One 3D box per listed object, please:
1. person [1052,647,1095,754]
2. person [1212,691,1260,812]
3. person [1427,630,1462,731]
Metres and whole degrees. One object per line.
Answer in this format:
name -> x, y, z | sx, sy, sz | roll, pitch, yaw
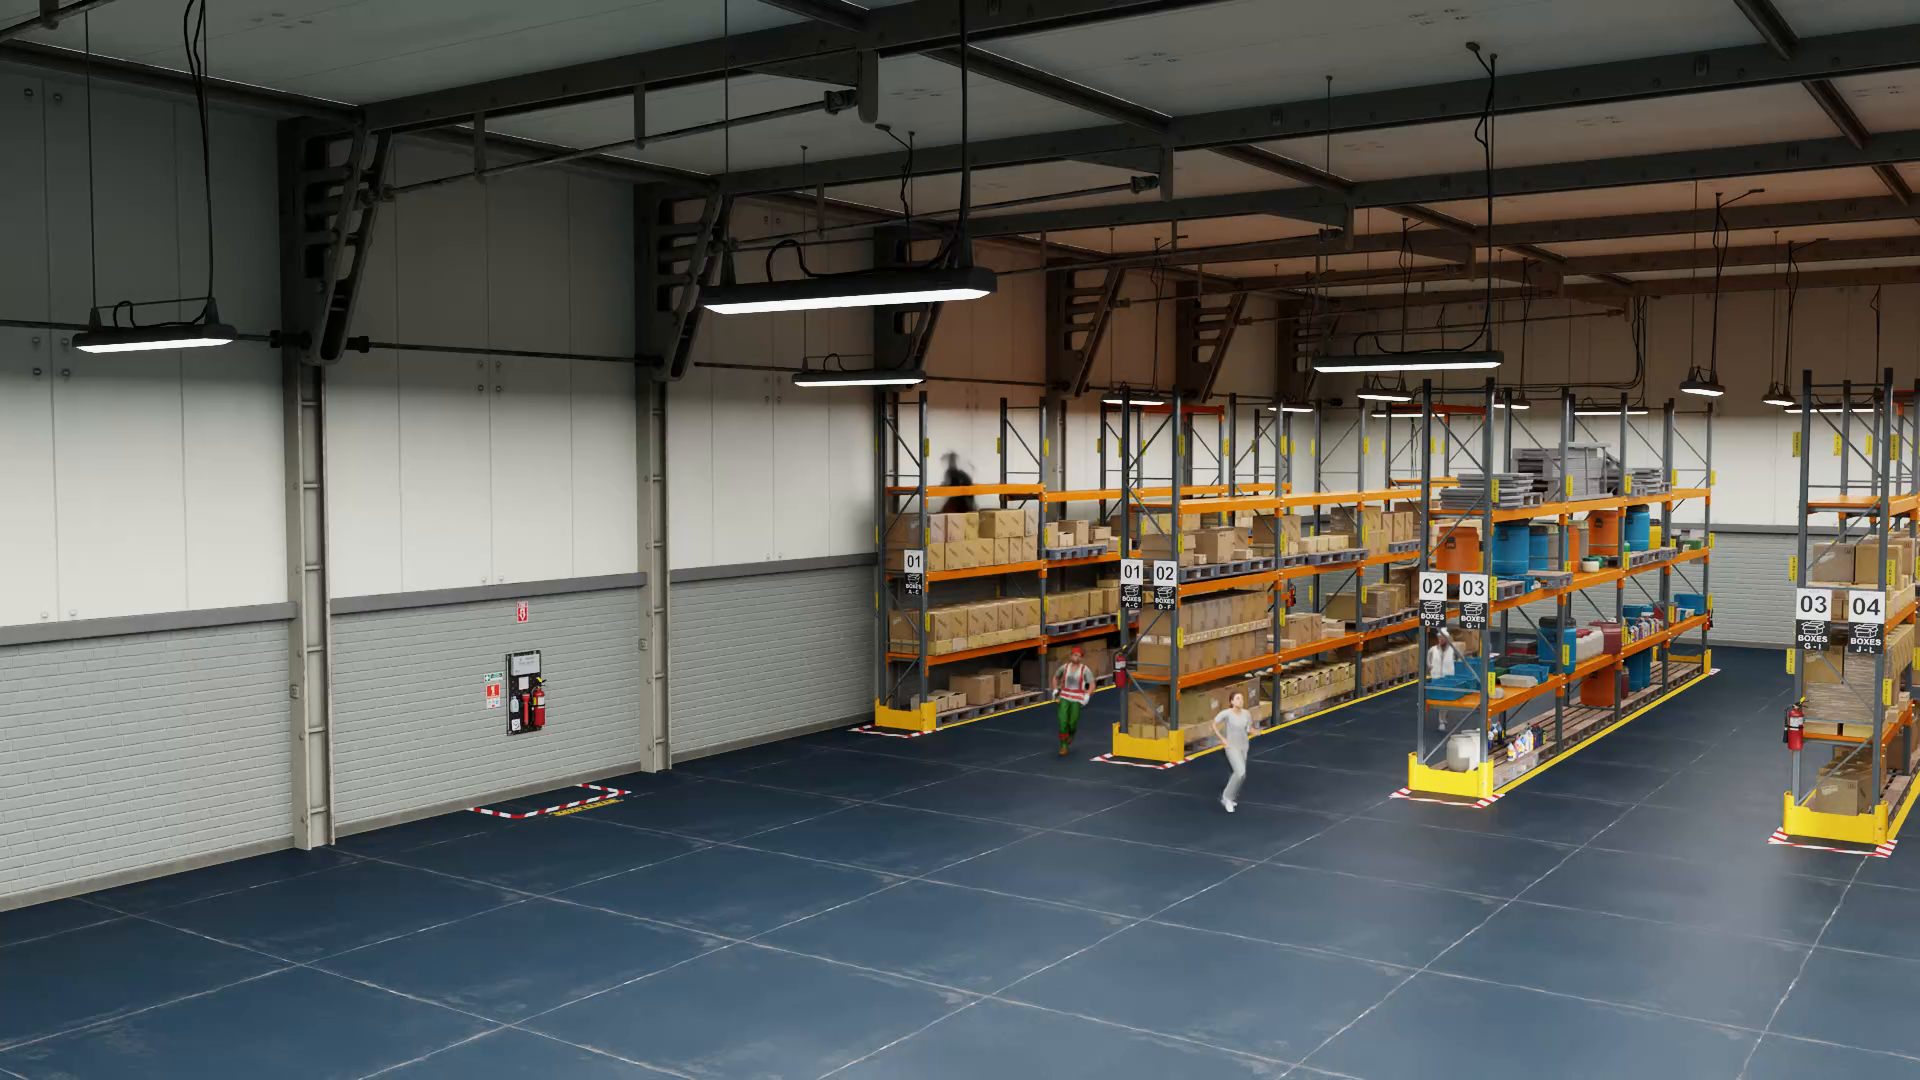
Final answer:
person -> 1.854, 2.626, 27.282 | 0.715, 1.741, 0.556 | 1, 3, 13
person -> 3.821, 2.872, 22.878 | 0.562, 1.607, 0.661 | -2, 4, -28
person -> 8.638, 2.471, 29.687 | 0.646, 1.764, 0.927 | 1, 3, 25
